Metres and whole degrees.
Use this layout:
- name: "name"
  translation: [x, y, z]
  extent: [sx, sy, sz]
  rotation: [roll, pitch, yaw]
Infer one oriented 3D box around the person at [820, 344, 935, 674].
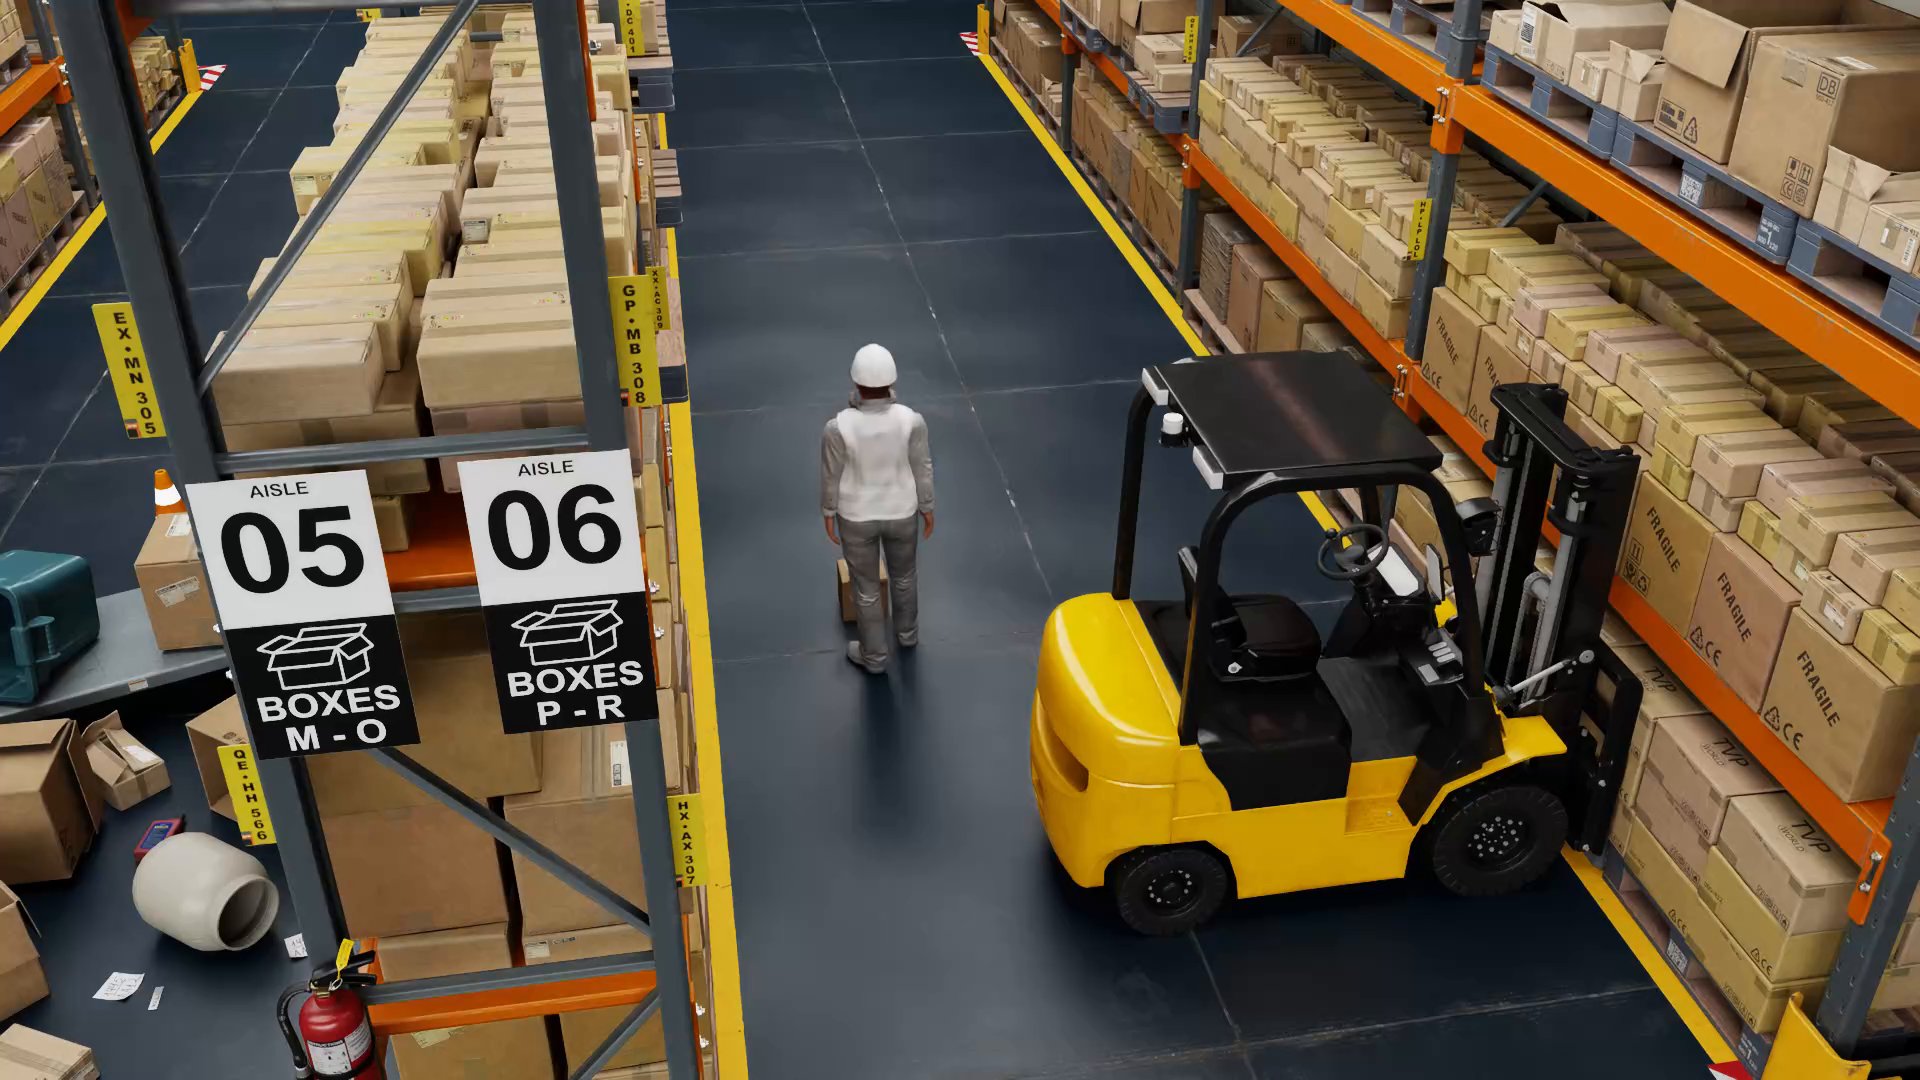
- name: "person"
  translation: [-0.434, -0.186, 8.417]
  extent: [0.568, 1.776, 0.544]
  rotation: [-7, 31, -11]
